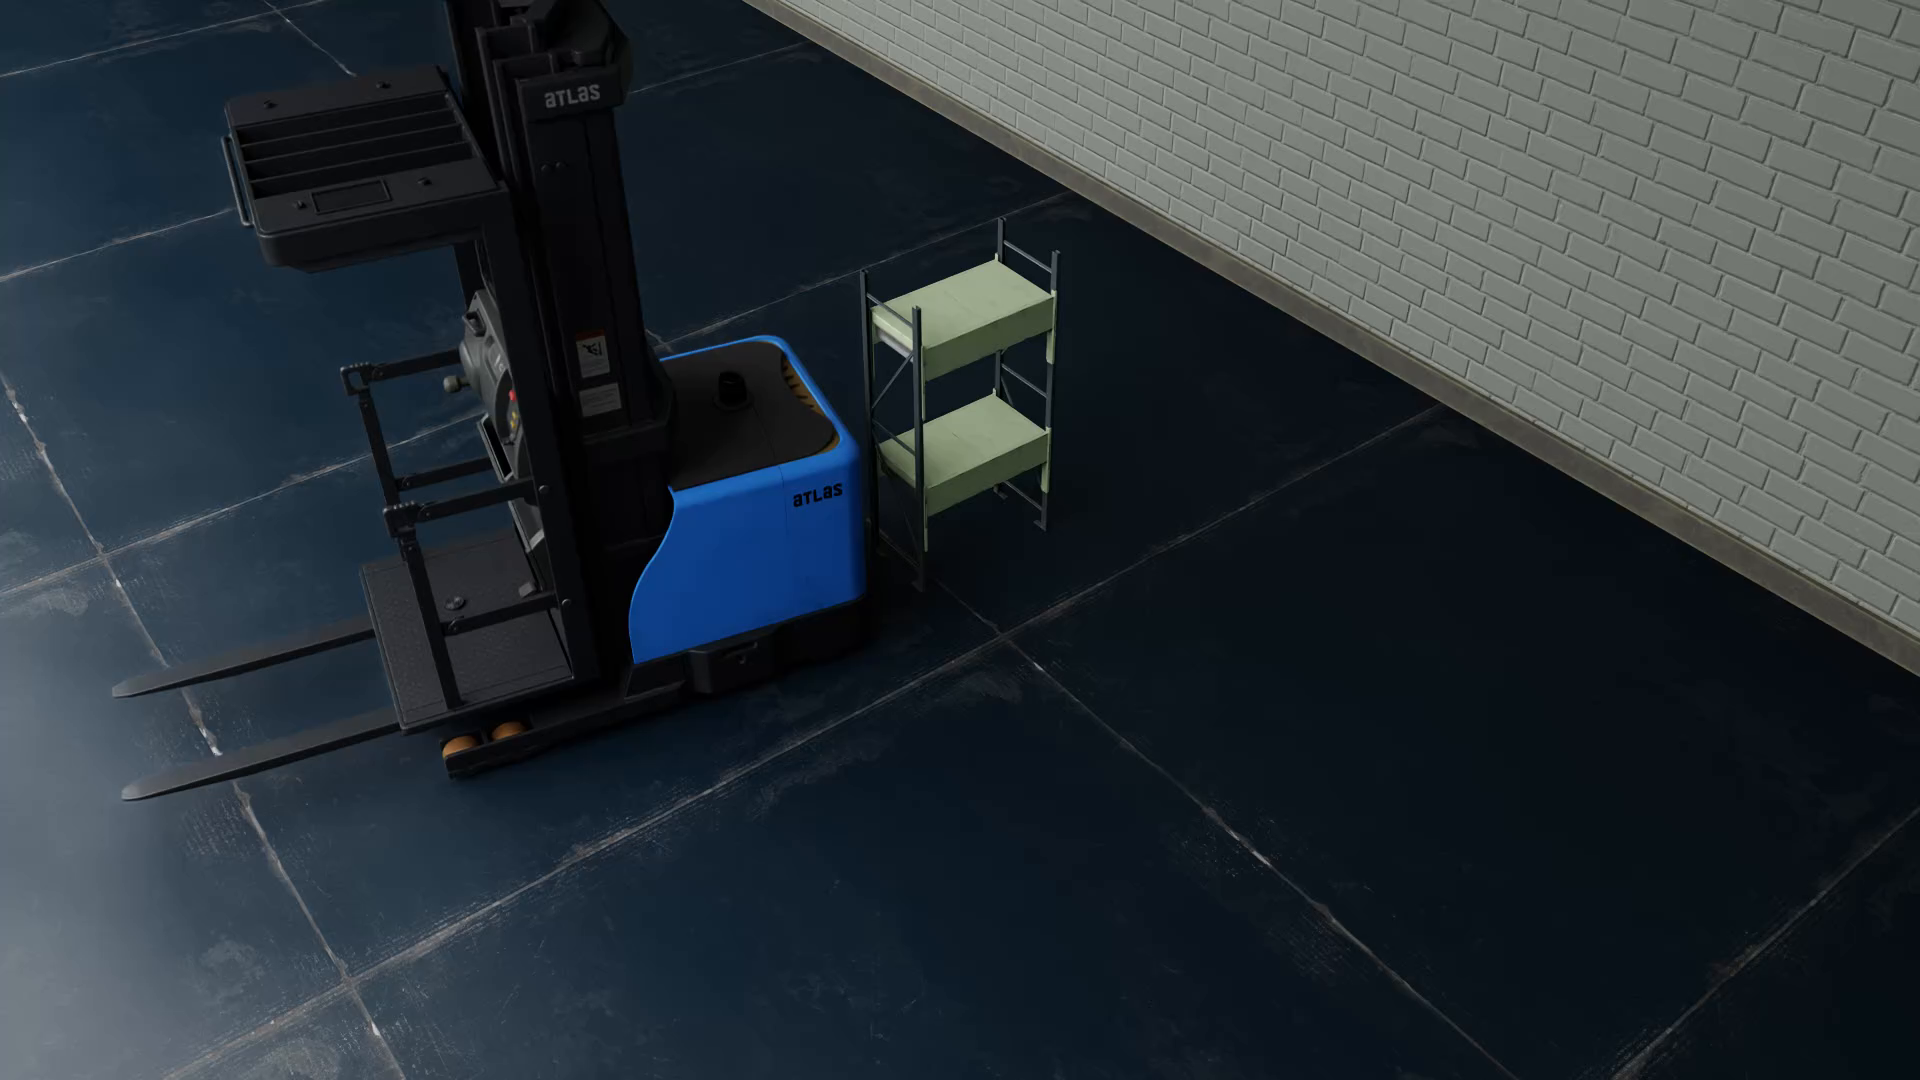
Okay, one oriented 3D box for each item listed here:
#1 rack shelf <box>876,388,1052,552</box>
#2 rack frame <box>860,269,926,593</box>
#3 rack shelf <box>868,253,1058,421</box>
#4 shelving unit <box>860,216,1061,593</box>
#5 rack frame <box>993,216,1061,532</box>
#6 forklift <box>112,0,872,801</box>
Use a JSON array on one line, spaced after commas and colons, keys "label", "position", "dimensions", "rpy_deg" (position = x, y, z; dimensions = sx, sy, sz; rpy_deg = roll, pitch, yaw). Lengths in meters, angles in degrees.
[{"label": "rack shelf", "position": [0.005, -0.330, 7.618], "dimensions": [0.720, 0.370, 0.431], "rpy_deg": [-26, 46, -28]}, {"label": "rack frame", "position": [-0.285, -0.441, 7.239], "dimensions": [0.023, 1.500, 0.400], "rpy_deg": [-26, 46, -28]}, {"label": "rack shelf", "position": [0.005, -0.884, 7.163], "dimensions": [0.720, 0.370, 0.431], "rpy_deg": [-26, 46, -28]}, {"label": "shelving unit", "position": [0.005, -0.582, 7.411], "dimensions": [0.755, 1.500, 0.431], "rpy_deg": [-26, 46, -28]}, {"label": "rack frame", "position": [0.295, -0.724, 7.583], "dimensions": [0.023, 1.500, 0.400], "rpy_deg": [-26, 46, -28]}, {"label": "forklift", "position": [-1.948, -0.561, 6.256], "dimensions": [3.031, 2.935, 1.130], "rpy_deg": [-16, 42, -19]}]
